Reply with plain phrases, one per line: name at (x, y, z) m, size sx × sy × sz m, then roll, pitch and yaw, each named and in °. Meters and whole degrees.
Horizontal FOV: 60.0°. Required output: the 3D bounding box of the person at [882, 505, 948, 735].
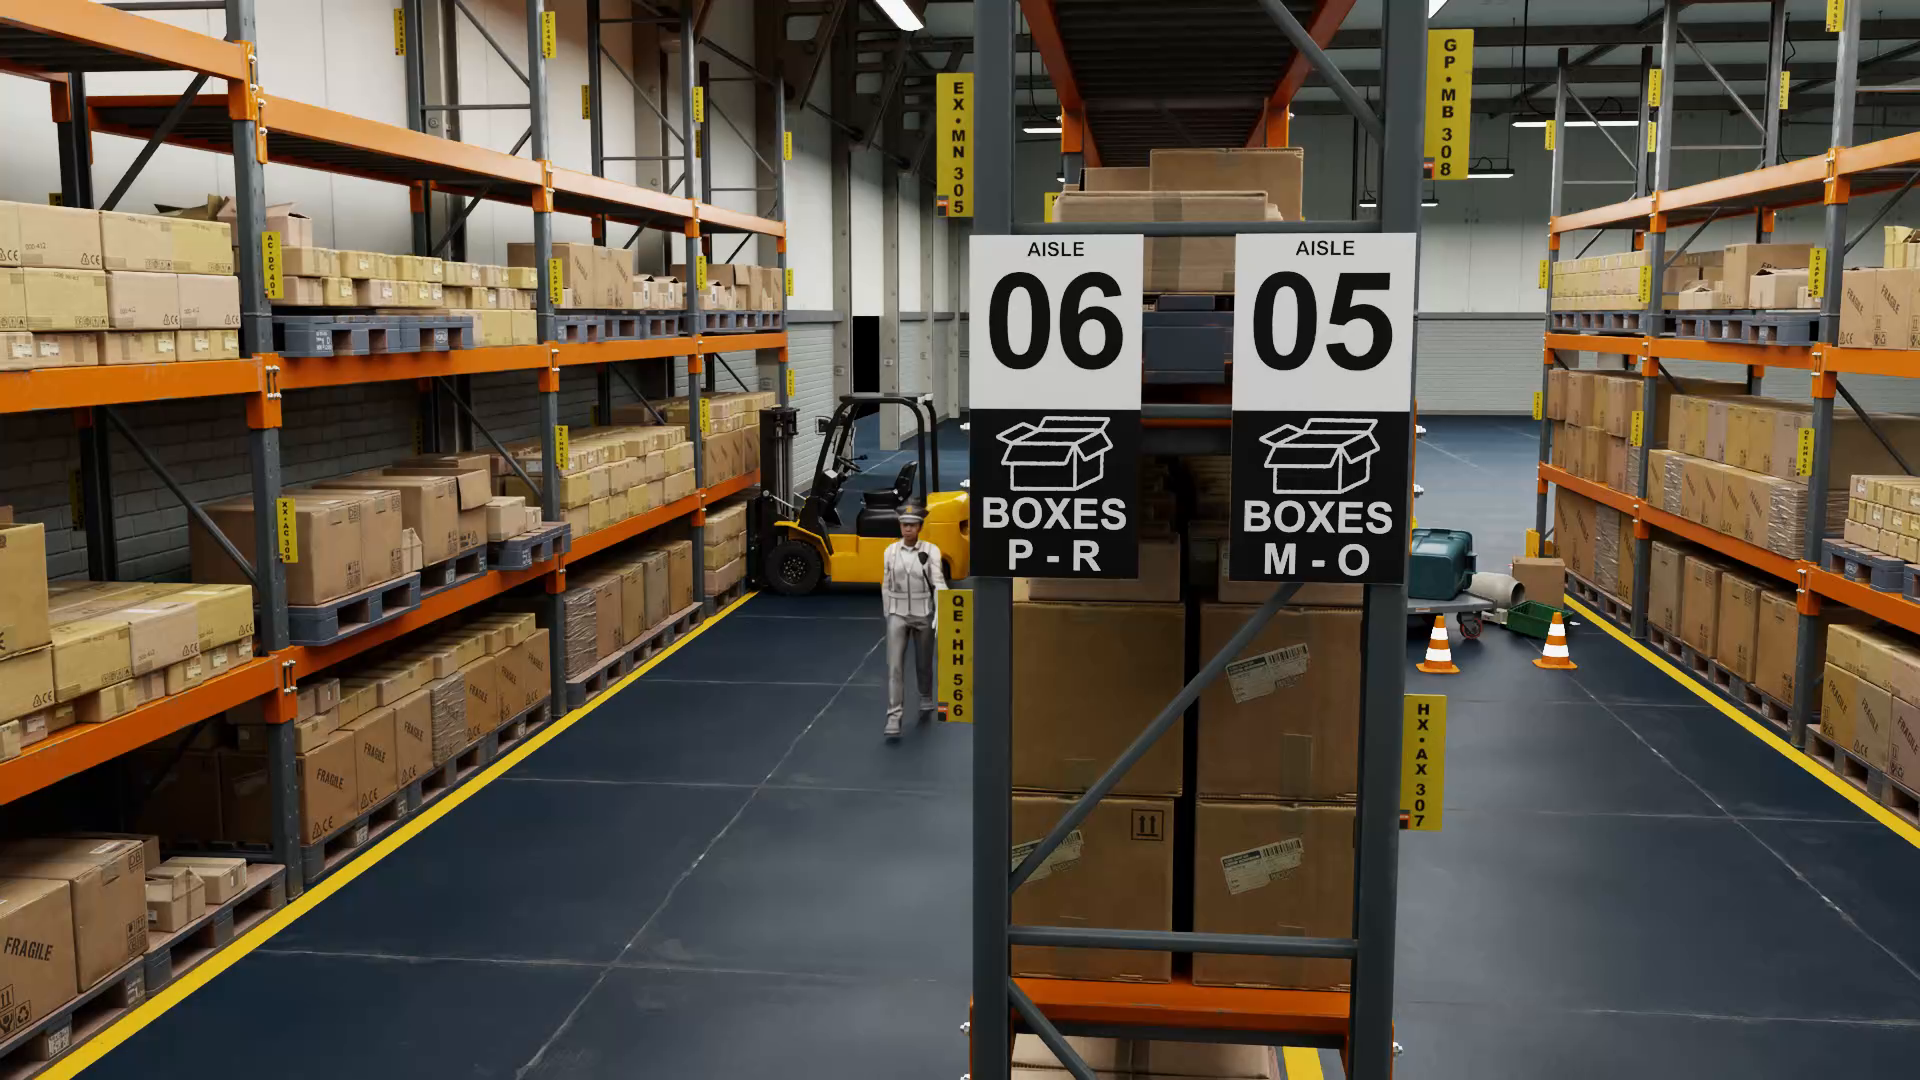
person at (-0.336, 0.548, 12.137) m, size 0.496 × 1.629 × 1.013 m, roll 0°, pitch 8°, yaw 3°
